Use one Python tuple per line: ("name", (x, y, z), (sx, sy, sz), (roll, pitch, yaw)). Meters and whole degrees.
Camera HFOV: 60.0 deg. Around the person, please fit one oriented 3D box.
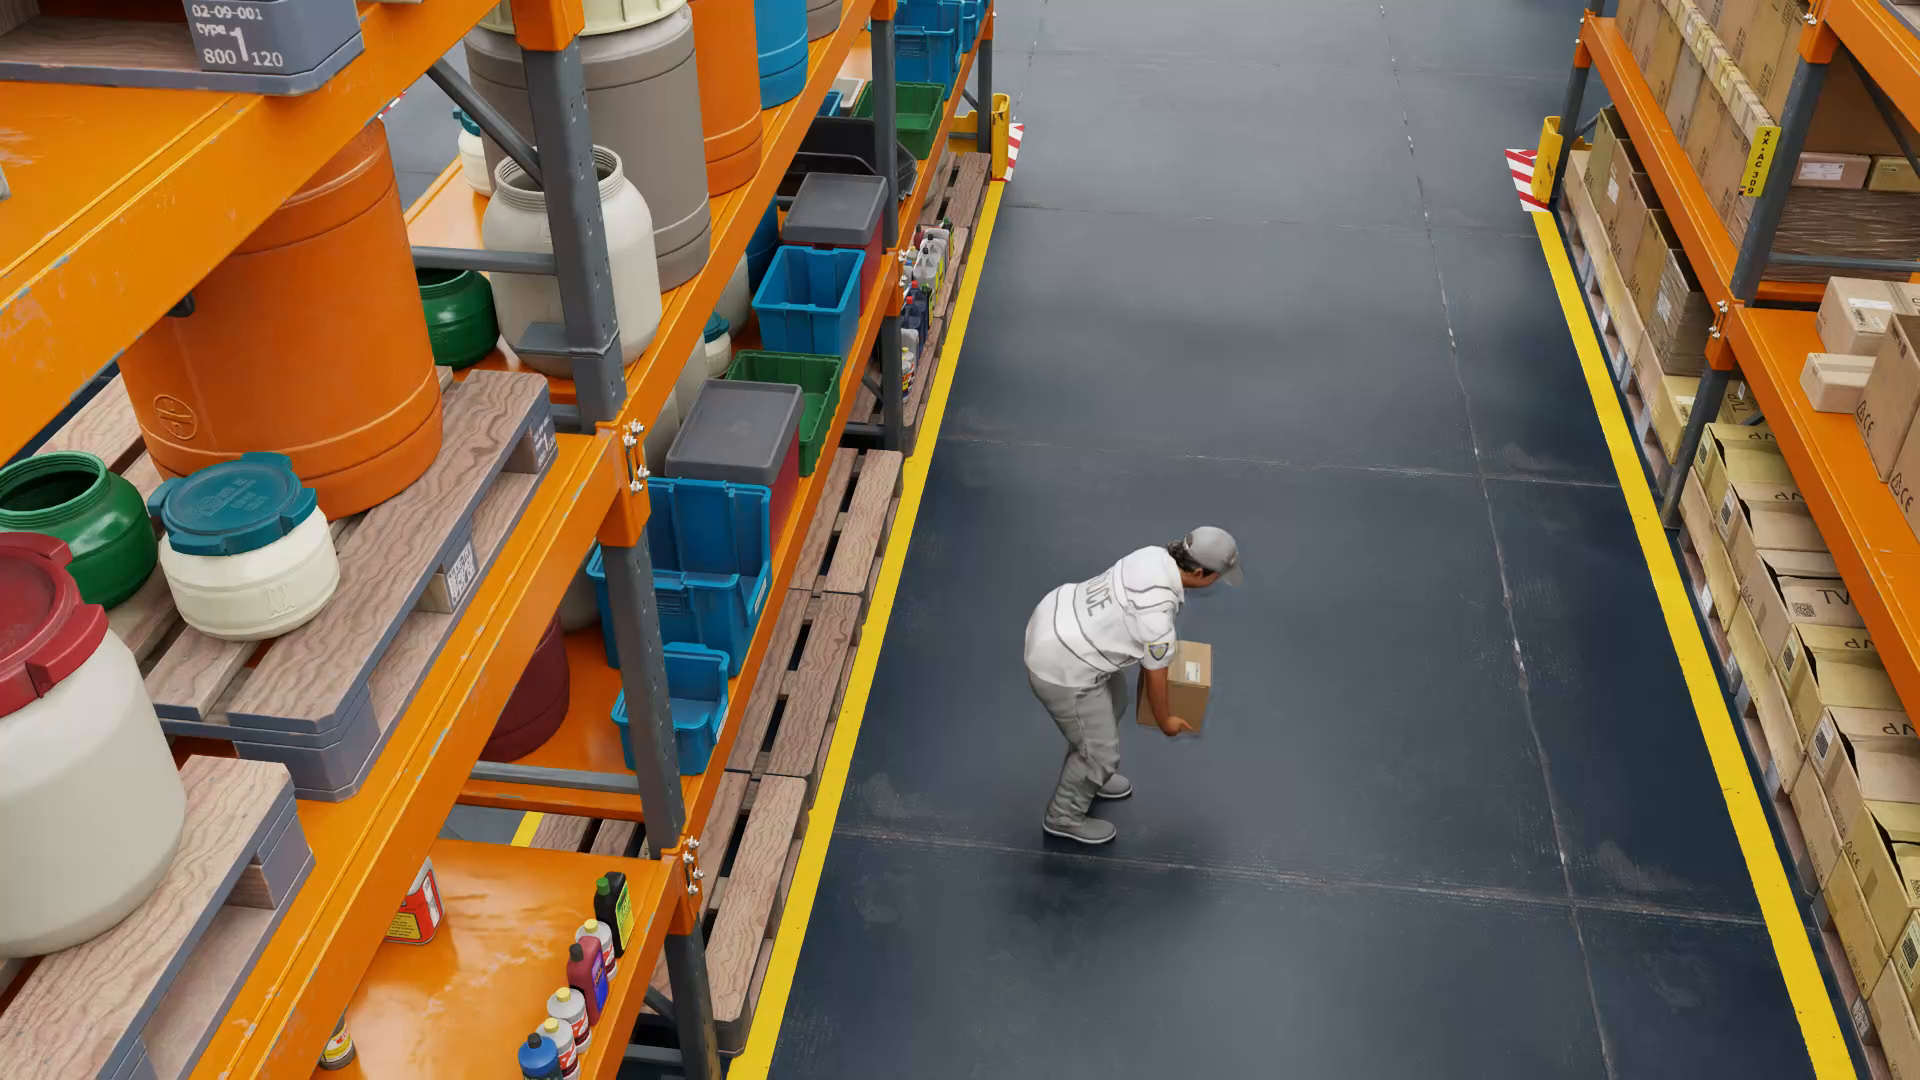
("person", (0.651, 0.544, 6.486), (0.809, 1.449, 0.461), (4, 36, 5))
